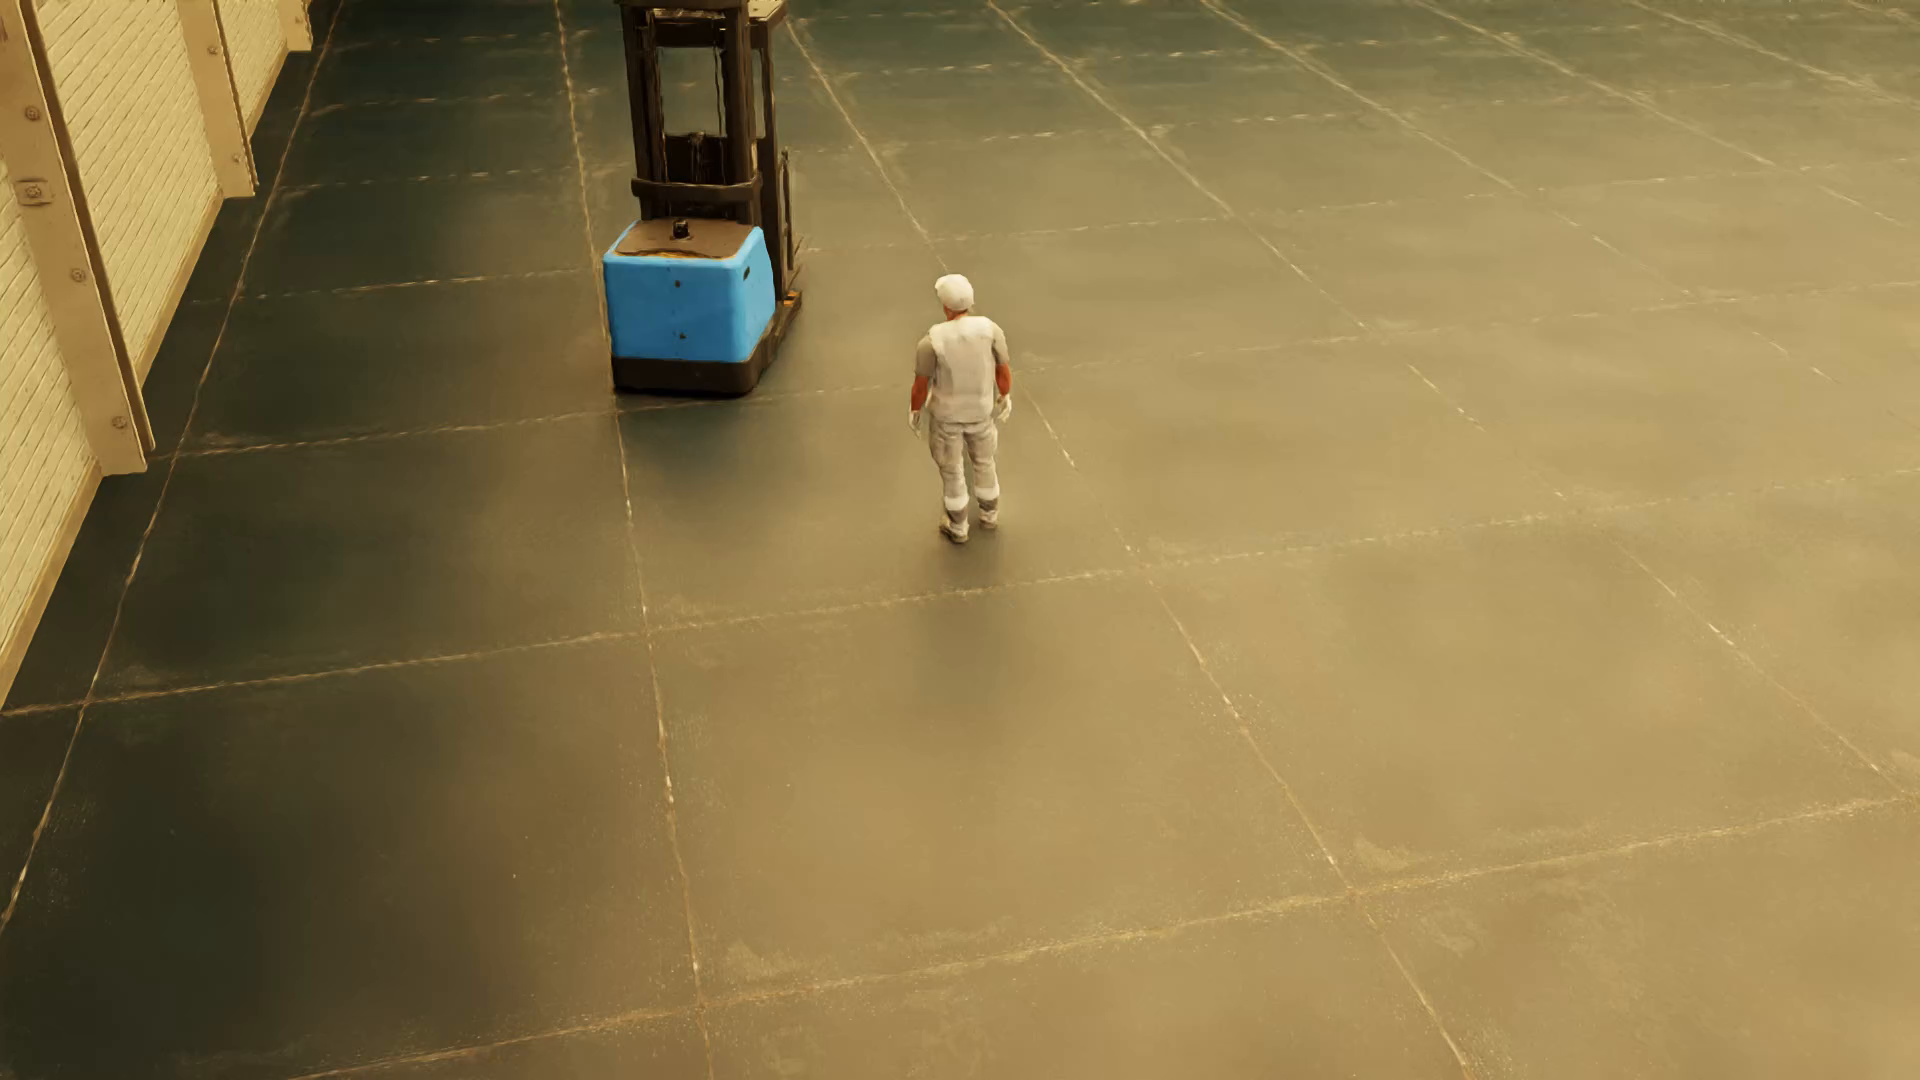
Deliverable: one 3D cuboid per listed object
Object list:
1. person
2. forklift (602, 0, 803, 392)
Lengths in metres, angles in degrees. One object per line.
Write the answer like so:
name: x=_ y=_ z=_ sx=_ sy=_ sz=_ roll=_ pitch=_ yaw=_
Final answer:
person: x=-0.008 y=-0.821 z=10.118 sx=0.637 sy=1.787 sz=0.563 roll=-7 pitch=31 yaw=-12
forklift: x=-1.902 y=-3.068 z=12.874 sx=1.130 sy=2.935 sz=3.031 roll=3 pitch=30 yaw=6
